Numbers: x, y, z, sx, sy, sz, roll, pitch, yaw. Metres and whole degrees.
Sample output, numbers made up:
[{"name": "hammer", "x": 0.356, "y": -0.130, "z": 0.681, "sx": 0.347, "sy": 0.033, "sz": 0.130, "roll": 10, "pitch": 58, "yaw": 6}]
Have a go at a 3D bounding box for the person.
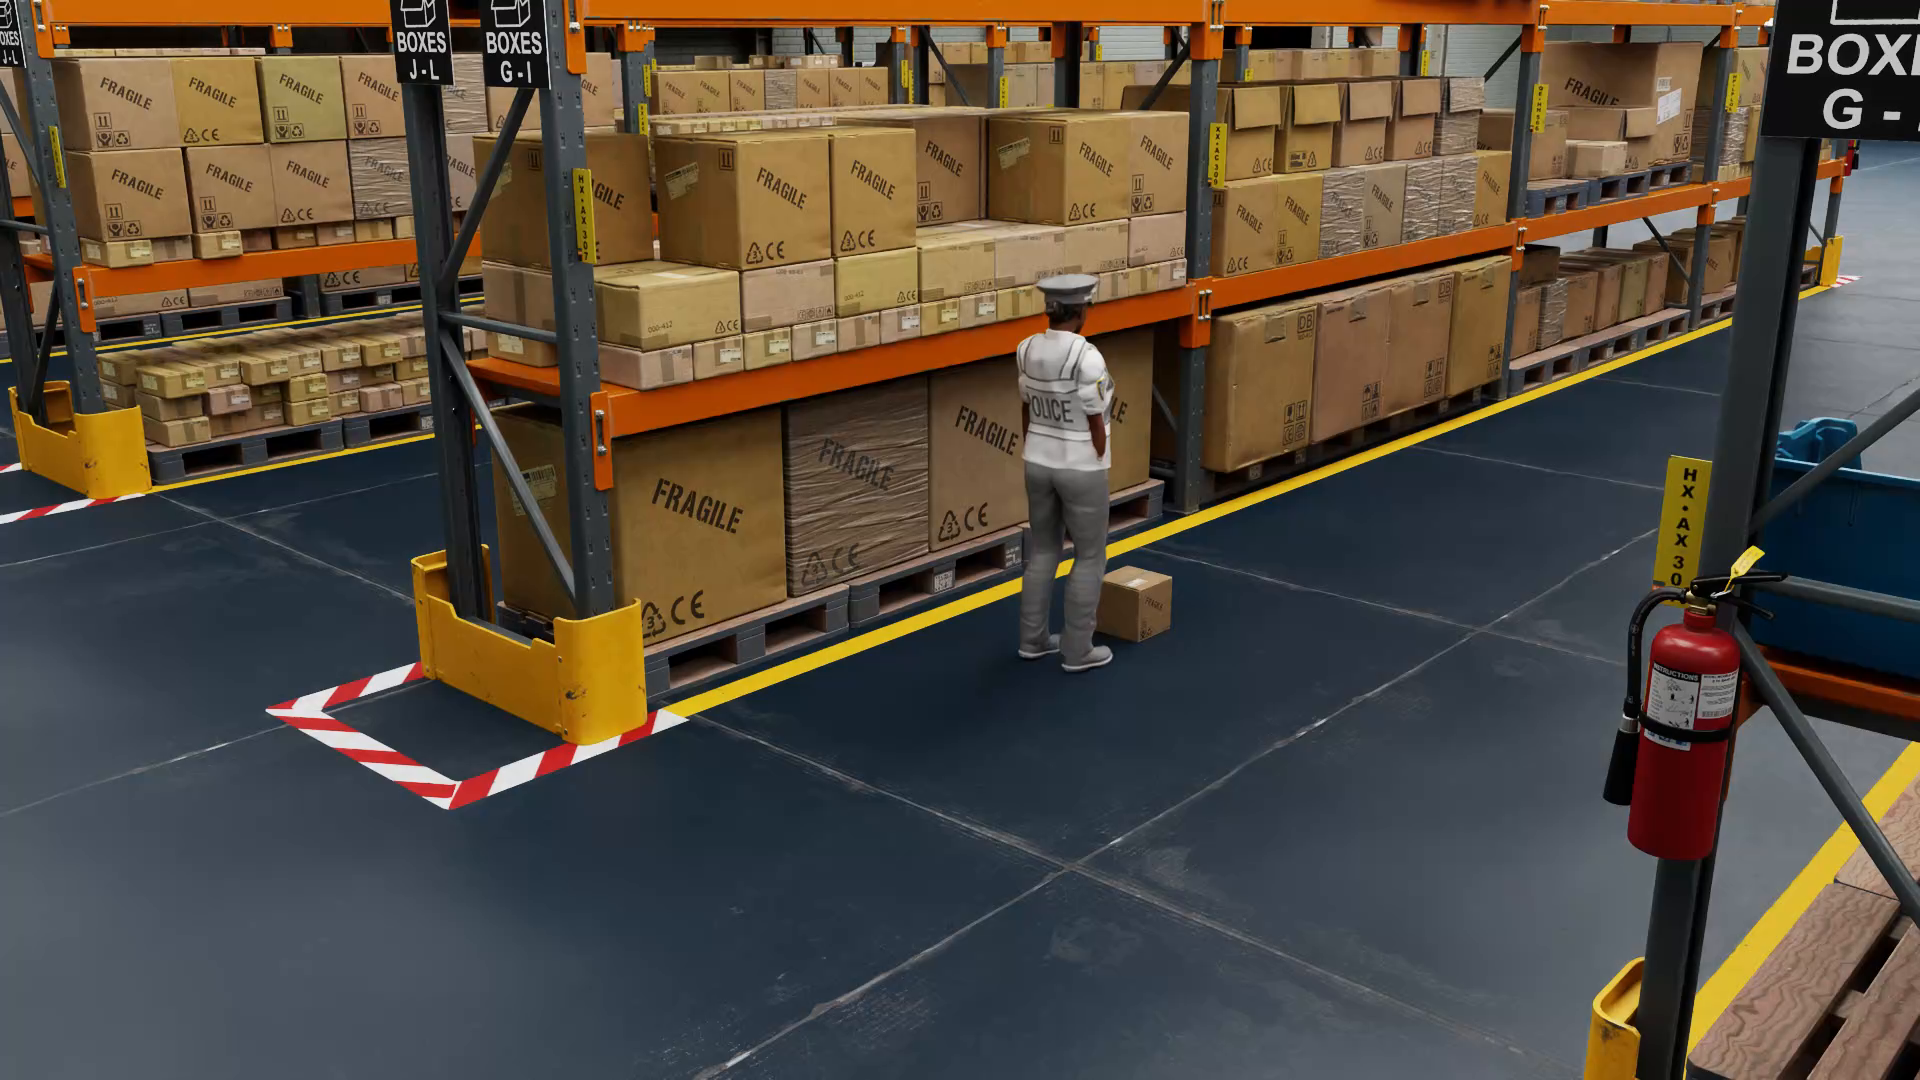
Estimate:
[{"name": "person", "x": 0.438, "y": -0.278, "z": 6.972, "sx": 0.438, "sy": 1.659, "sz": 0.340, "roll": 15, "pitch": 23, "yaw": 41}]
